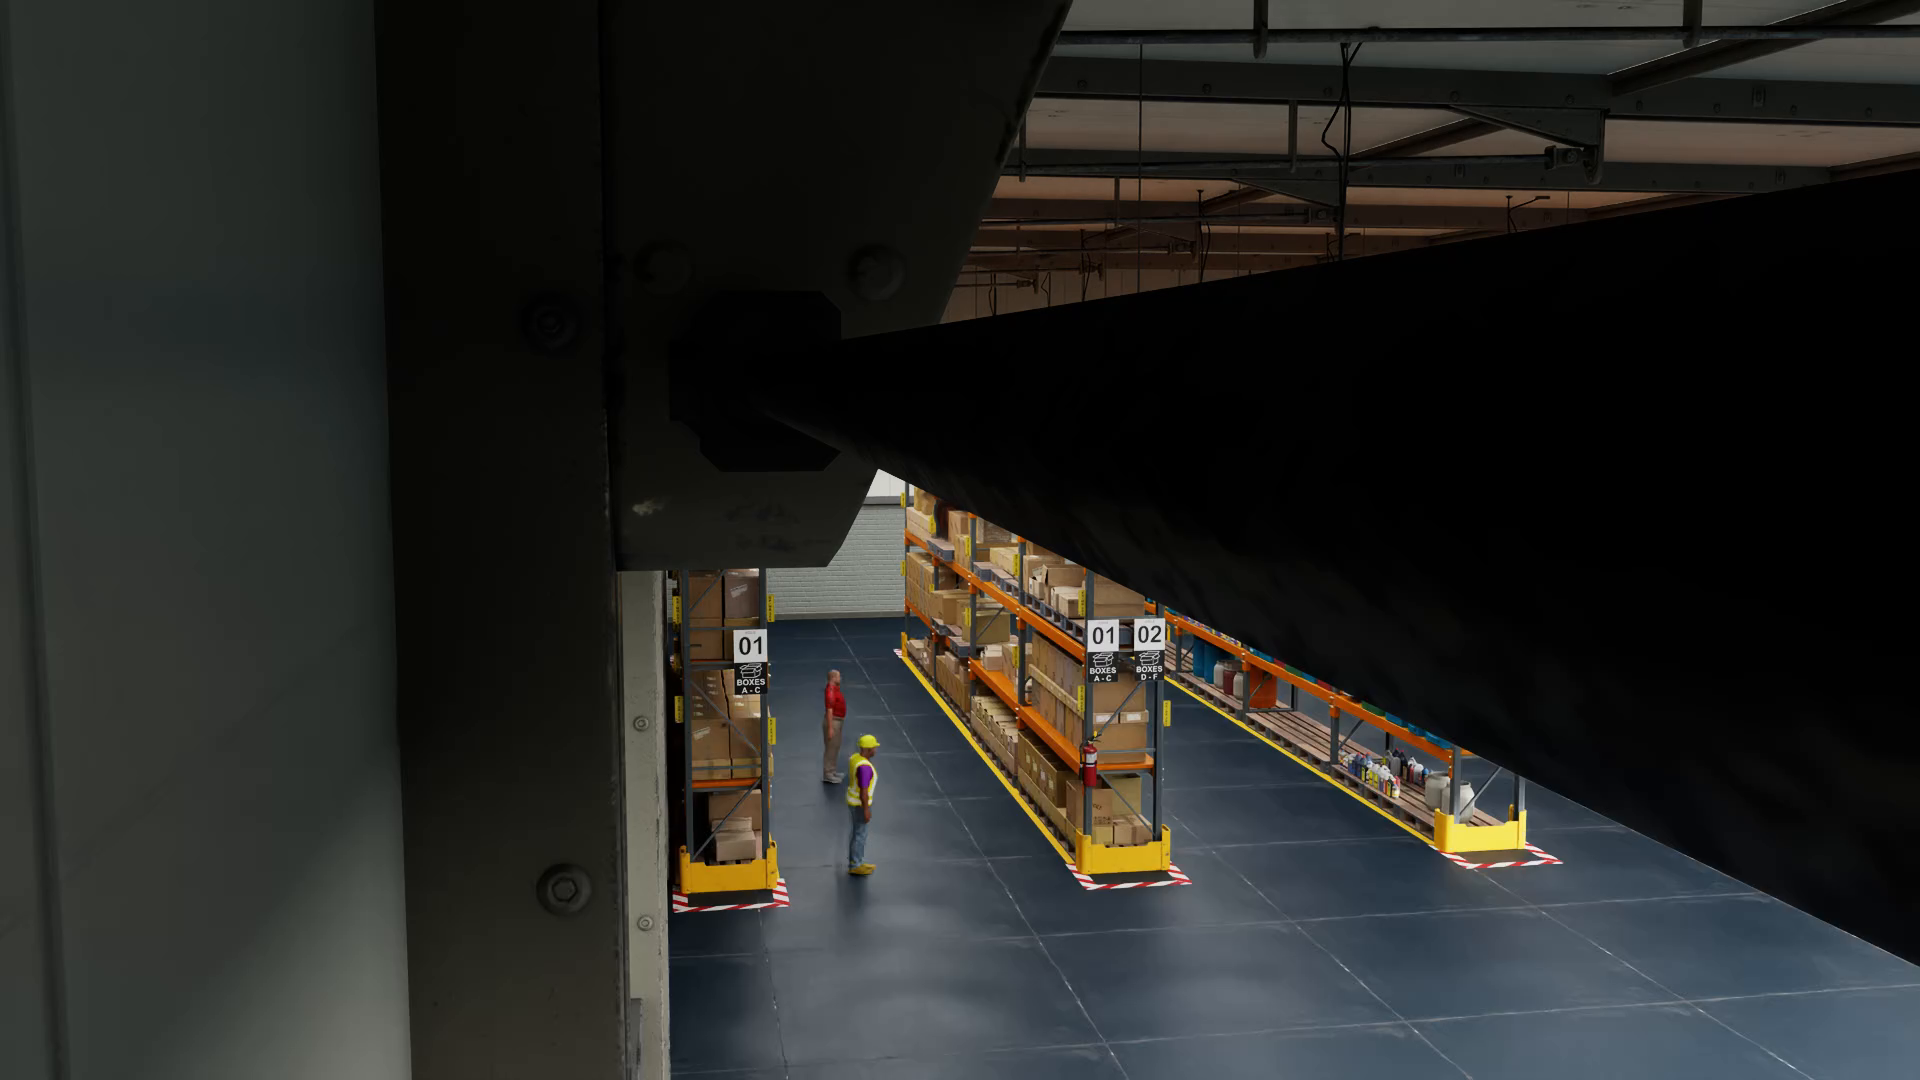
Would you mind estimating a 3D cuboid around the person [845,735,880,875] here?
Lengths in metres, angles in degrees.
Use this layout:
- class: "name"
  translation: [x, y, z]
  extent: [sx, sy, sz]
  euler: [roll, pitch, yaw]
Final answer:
- class: "person"
  translation: [-1.208, 3.301, 20.791]
  extent: [0.433, 1.762, 0.603]
  euler: [-1, 6, -11]

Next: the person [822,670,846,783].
- class: "person"
  translation: [-1.928, 2.837, 25.448]
  extent: [0.367, 1.735, 0.645]
  euler: [0, 6, -2]
